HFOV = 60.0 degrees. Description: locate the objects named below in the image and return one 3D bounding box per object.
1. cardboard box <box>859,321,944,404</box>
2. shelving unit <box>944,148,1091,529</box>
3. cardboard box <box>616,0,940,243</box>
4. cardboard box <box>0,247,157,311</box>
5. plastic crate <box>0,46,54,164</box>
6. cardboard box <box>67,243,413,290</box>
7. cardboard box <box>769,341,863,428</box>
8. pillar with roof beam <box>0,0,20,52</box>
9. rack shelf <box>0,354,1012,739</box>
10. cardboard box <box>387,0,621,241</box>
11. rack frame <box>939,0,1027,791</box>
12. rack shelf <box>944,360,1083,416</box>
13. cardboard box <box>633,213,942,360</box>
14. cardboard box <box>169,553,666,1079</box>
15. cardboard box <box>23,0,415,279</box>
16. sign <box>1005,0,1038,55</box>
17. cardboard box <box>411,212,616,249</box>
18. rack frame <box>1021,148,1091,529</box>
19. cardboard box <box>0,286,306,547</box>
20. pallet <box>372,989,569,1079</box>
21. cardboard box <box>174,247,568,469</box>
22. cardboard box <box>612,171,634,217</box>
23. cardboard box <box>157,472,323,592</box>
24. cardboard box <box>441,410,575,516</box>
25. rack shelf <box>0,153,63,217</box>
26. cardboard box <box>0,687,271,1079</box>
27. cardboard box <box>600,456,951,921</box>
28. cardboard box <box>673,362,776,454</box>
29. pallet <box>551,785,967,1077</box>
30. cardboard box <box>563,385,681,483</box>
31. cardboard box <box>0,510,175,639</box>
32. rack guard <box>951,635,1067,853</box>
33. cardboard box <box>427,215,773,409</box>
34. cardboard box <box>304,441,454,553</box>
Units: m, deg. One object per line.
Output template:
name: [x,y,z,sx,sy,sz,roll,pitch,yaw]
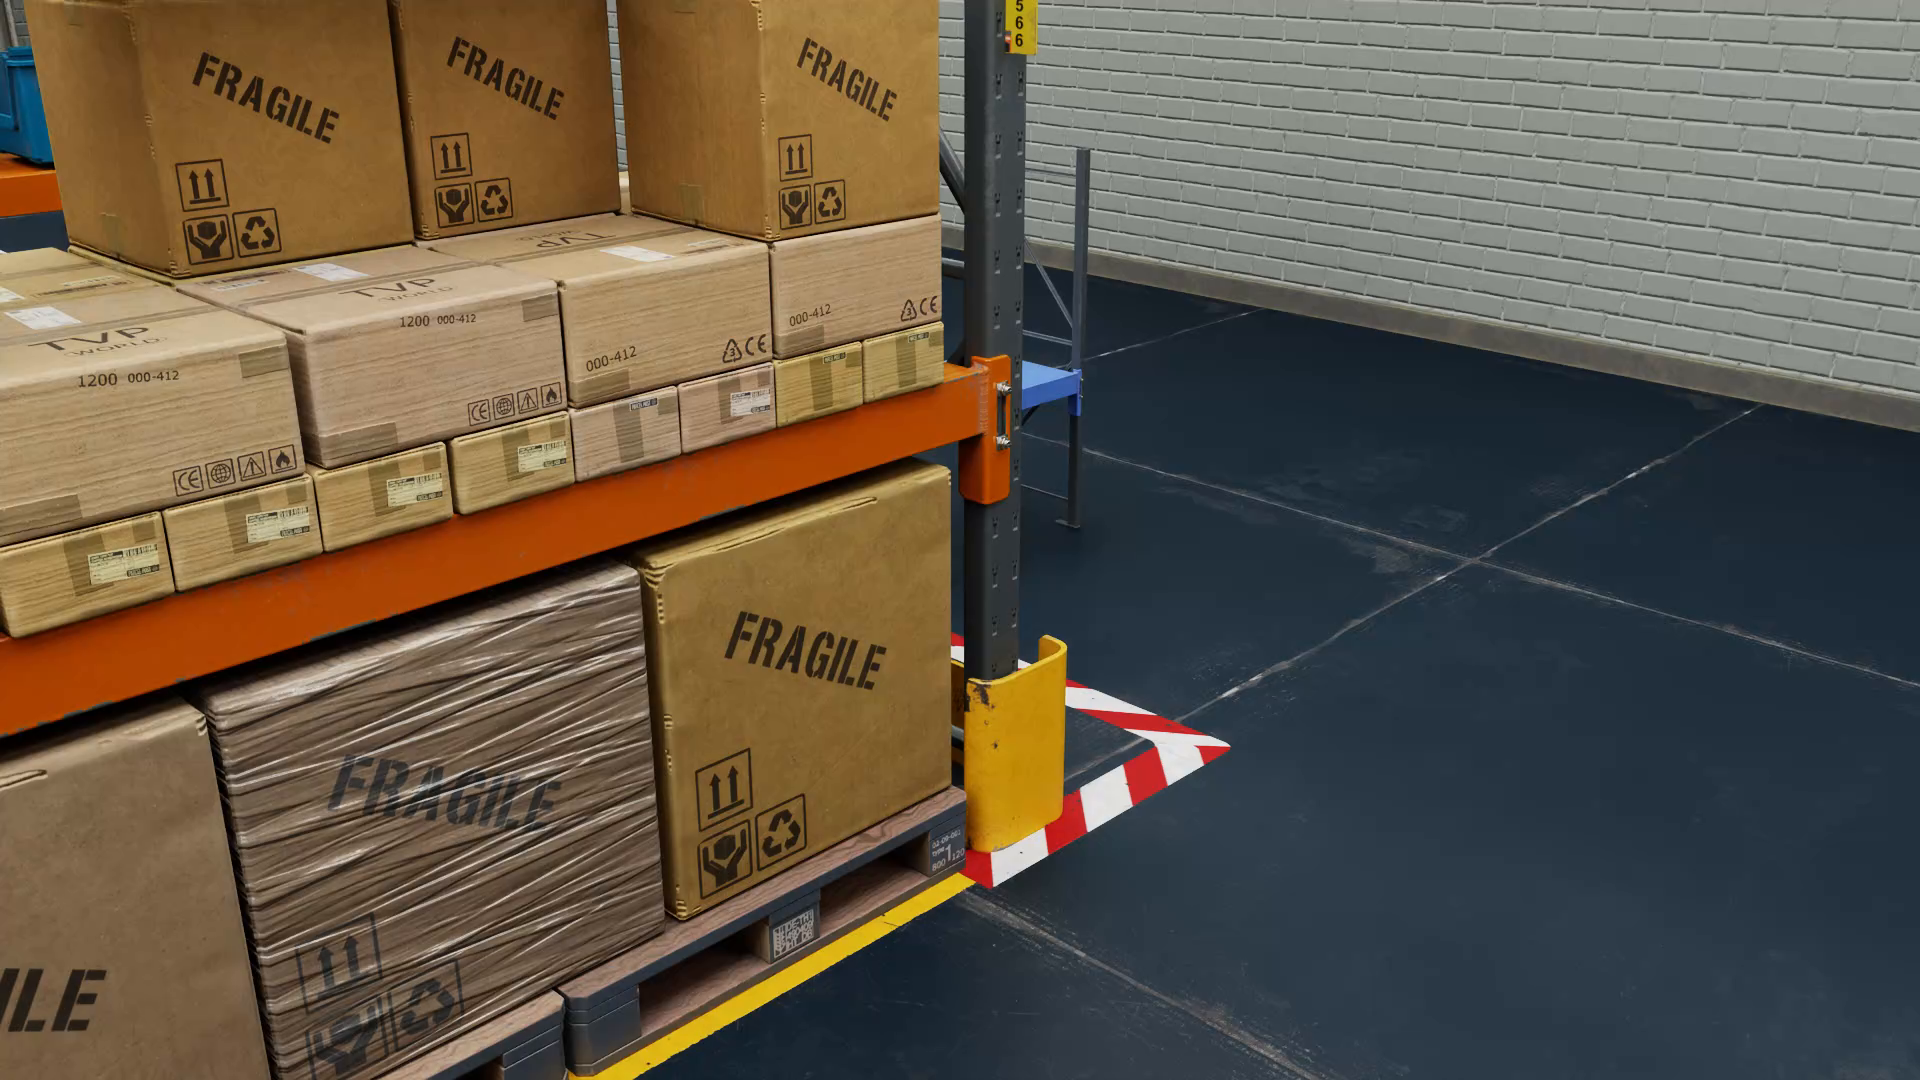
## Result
cardboard box: [-0.256,-0.453,3.922,0.250,0.149,0.380,-20,28,-41]
shelving unit: [-0.059,-0.678,6.248,0.538,1.500,1.048,19,28,41]
cardboard box: [-0.395,-0.972,3.672,0.500,0.500,0.500,20,29,41]
cardboard box: [-1.843,-0.358,3.120,0.500,0.250,0.500,19,28,40]
plastic crate: [-3.892,-1.895,7.192,0.616,0.435,0.499,19,28,41]
cardboard box: [-1.483,-0.494,3.472,0.500,0.250,0.500,18,27,39]
cardboard box: [-0.436,-0.386,3.747,0.380,0.149,0.250,20,28,41]
pillar with roof beam: [-6.542,-7.097,12.495,9.100,9.000,0.400,19,28,41]
rack shelf: [-1.638,0.106,3.121,1.077,0.370,4.000,19,28,41]
cardboard box: [-1.120,-0.979,3.689,0.500,0.500,0.500,18,28,39]
rack frame: [-0.243,-0.744,4.330,1.000,3.000,0.127,19,28,41]
rack shelf: [-0.059,-0.510,6.313,0.538,0.185,1.000,19,28,41]
cardboard box: [-0.391,-0.622,3.806,0.500,0.250,0.500,19,28,40]
cardboard box: [-1.267,0.470,3.547,0.875,0.875,0.875,19,28,41]
cardboard box: [-1.477,-0.844,3.339,0.500,0.500,0.500,18,28,39]
sign: [0.136,-1.256,3.717,0.100,0.325,0.005,19,28,41]
cardboard box: [-1.129,-0.622,3.806,0.500,0.250,0.500,19,28,40]
rack frame: [0.295,-0.809,6.588,0.500,1.500,0.032,19,28,41]
cardboard box: [-1.461,-0.226,2.776,0.500,0.250,0.500,19,28,41]
pallet: [-1.596,1.095,3.432,1.003,0.211,1.213,19,28,41]
cardboard box: [-1.100,-0.361,3.127,0.500,0.250,0.500,18,27,39]
cardboard box: [-0.772,-0.757,4.158,0.500,0.250,0.500,18,28,39]
cardboard box: [-1.322,-0.060,2.900,0.250,0.149,0.380,-19,28,-41]
cardboard box: [-0.967,-0.190,3.238,0.380,0.149,0.250,18,28,39]
rack shelf: [-5.187,-1.134,6.346,1.077,0.370,4.000,19,28,41]
cardboard box: [-1.888,0.699,2.952,0.875,0.875,0.875,19,28,41]
cardboard box: [-0.632,0.236,4.155,0.875,0.875,0.875,19,28,41]
cardboard box: [-0.613,-0.321,3.579,0.380,0.149,0.250,19,28,41]
pallet: [-0.745,0.783,4.244,1.003,0.211,1.213,19,28,41]
cardboard box: [-0.787,-0.257,3.413,0.250,0.149,0.380,-20,28,-41]
cardboard box: [-1.503,0.007,2.724,0.380,0.149,0.250,18,28,39]
rack guard: [-0.227,0.417,4.794,1.175,0.500,0.348,19,28,41]
cardboard box: [-0.746,-0.492,3.467,0.500,0.250,0.500,19,28,40]
cardboard box: [-1.148,-0.123,3.064,0.380,0.149,0.250,19,28,41]
